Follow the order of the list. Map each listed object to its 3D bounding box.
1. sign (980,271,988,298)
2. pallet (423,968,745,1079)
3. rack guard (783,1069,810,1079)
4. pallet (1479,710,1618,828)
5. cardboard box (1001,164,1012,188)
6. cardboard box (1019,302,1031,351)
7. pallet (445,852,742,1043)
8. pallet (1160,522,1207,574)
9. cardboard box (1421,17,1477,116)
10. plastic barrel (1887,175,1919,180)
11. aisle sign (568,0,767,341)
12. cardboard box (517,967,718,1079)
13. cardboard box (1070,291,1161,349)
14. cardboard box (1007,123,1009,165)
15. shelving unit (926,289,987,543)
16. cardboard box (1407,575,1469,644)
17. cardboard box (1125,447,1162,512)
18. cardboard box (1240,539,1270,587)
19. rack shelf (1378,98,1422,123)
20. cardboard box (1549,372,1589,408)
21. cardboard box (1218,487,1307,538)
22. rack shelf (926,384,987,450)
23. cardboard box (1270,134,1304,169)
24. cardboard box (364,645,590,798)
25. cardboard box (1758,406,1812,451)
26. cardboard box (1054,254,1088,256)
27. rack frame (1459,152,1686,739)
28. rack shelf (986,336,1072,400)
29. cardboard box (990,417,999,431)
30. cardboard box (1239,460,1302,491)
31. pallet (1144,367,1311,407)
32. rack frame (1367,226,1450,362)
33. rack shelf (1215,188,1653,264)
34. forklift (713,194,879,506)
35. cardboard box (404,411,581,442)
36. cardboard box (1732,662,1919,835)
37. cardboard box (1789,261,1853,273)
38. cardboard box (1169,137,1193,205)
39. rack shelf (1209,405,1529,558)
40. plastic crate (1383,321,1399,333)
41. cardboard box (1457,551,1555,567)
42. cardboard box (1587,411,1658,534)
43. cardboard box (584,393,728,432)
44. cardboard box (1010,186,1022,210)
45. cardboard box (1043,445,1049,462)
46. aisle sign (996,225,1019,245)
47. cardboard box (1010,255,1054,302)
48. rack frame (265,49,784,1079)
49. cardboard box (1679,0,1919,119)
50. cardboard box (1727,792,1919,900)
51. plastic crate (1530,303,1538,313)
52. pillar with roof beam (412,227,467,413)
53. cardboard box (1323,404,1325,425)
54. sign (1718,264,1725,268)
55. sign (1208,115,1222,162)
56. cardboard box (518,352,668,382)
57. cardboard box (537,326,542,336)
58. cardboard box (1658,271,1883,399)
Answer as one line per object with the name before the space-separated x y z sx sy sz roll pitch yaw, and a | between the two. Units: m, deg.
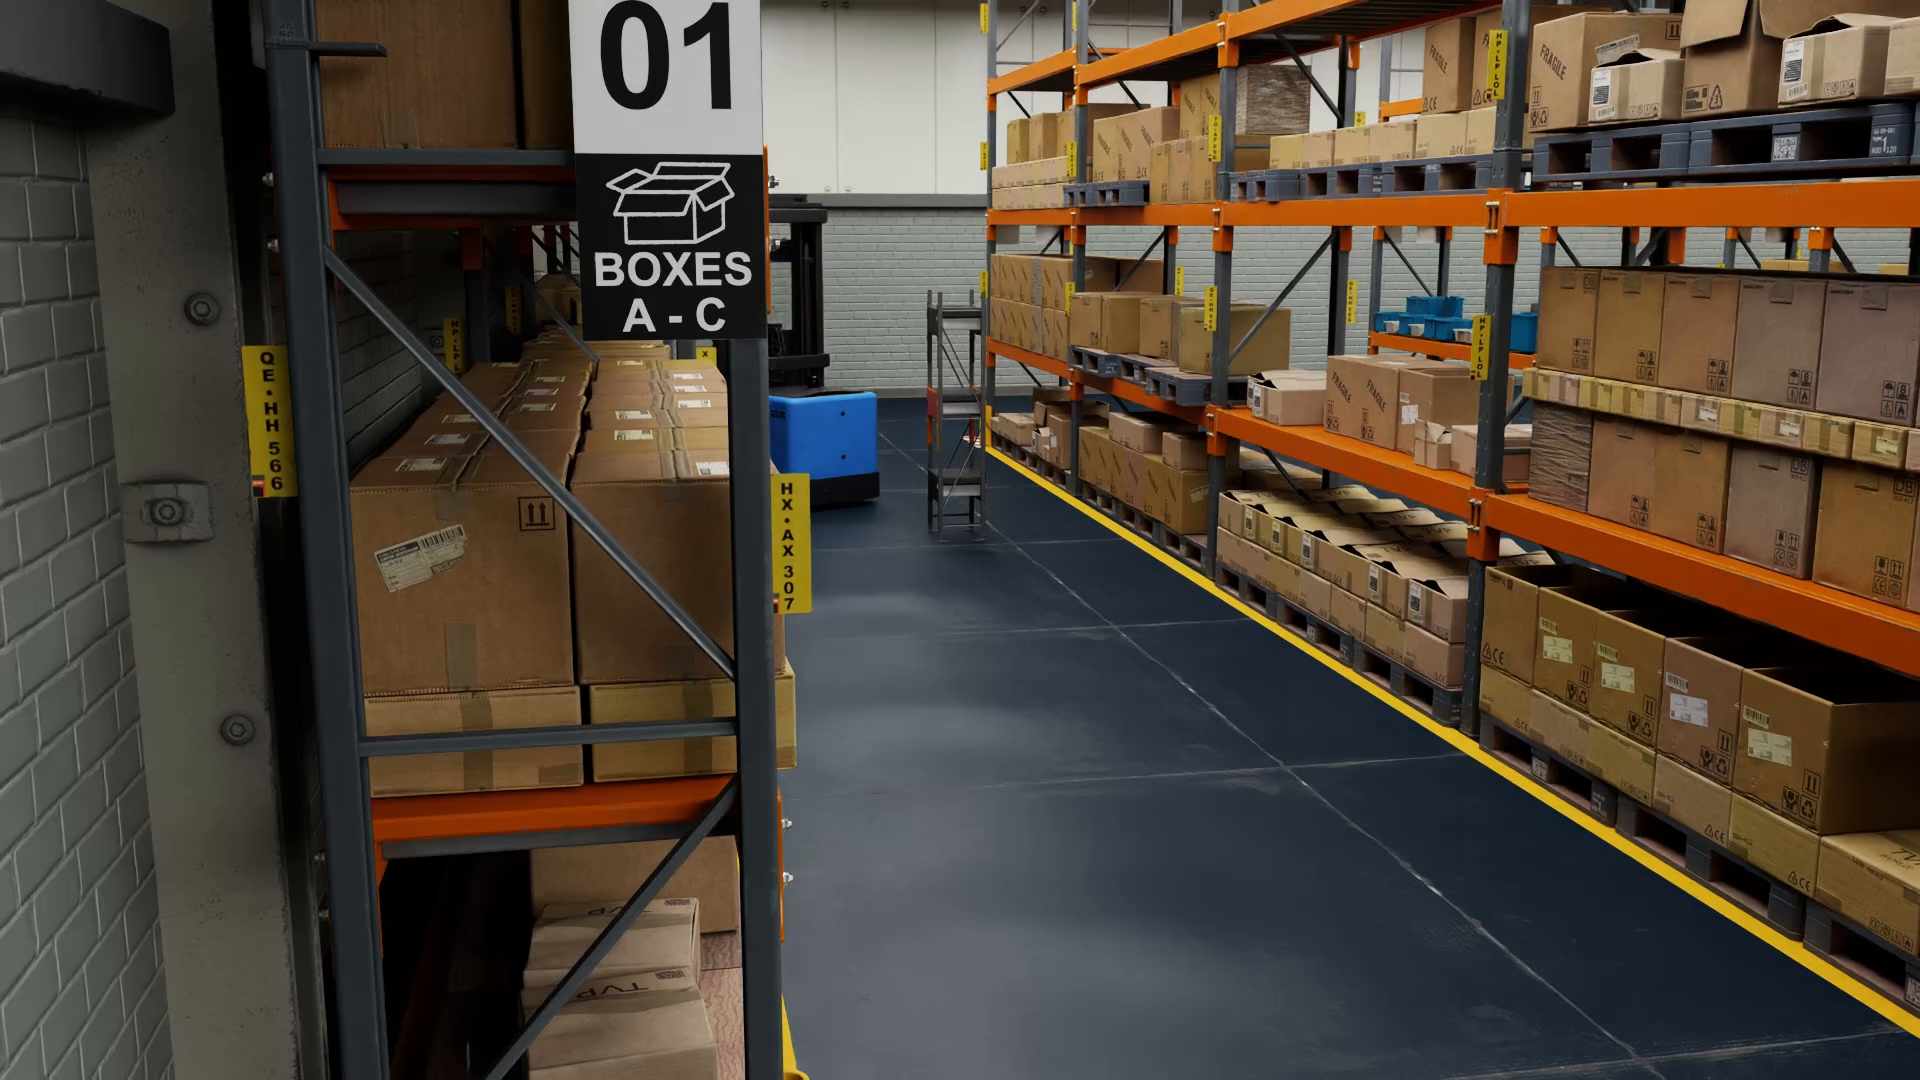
sign | 0.290 -3.067 19.970 0.100 0.325 0.005 -2 11 -11
pallet | -1.063 1.660 4.911 1.003 0.211 1.213 -2 11 -11
rack guard | -0.939 1.668 4.094 1.175 0.500 0.348 -2 11 -11
pallet | 3.269 1.057 8.078 1.003 0.211 1.213 -2 11 -11
cardboard box | 0.757 -4.111 18.814 0.500 0.250 0.500 -2 11 -11
cardboard box | 0.945 -2.341 18.205 0.500 0.500 0.500 -2 11 -10
pallet | -1.297 1.437 6.084 1.003 0.211 1.213 -2 11 -11
pallet | 2.270 0.038 13.434 1.003 0.211 1.213 -2 11 -11
cardboard box | 2.941 -2.653 9.362 0.500 0.500 0.500 -1 11 -6
plastic barrel | 7.184 -2.935 12.229 0.600 0.901 0.600 0 11 0
aisle sign | -0.616 -0.820 3.532 0.394 0.787 0.004 -2 11 -11
cardboard box | -0.971 1.429 4.681 0.500 0.311 0.500 -3 11 -17
cardboard box | 1.473 -2.088 15.753 0.700 0.500 0.500 -6 12 -30
cardboard box | 0.938 -4.581 19.280 0.700 0.500 0.500 -2 11 -11
shelving unit | -0.032 -1.062 14.160 0.431 2.100 0.503 -2 11 -11
cardboard box | 2.796 0.345 9.093 0.500 0.311 0.500 -2 11 -11
cardboard box | 1.757 -0.536 14.498 0.500 0.500 0.500 -3 11 -13
cardboard box | 2.290 0.150 11.619 0.500 0.250 0.500 -2 11 -13
rack shelf | 6.070 -4.871 18.714 1.077 0.370 4.000 -2 11 -11
cardboard box | 3.067 -0.726 7.984 0.380 0.149 0.250 -2 11 -10
cardboard box | 2.192 -0.218 12.051 0.500 0.311 0.500 -2 11 -9
rack shelf | -0.032 -1.048 14.162 0.431 0.518 0.480 -2 11 -11
cardboard box | 2.521 -2.719 11.714 0.500 0.250 0.500 -3 11 -15
cardboard box | -1.206 0.439 4.213 0.500 0.250 0.500 -2 11 -10
cardboard box | 3.369 -0.442 6.493 0.380 0.149 0.250 -2 11 -12
cardboard box | 1.277 -3.037 19.189 0.500 0.500 0.500 -2 11 -9
rack frame | 3.156 -0.460 8.592 1.000 3.000 0.127 -2 11 -11
rack shelf | 1.211 -1.941 18.295 1.077 0.370 4.000 -2 11 -11
cardboard box | 0.566 -1.387 19.911 0.380 0.149 0.250 -2 11 -11
cardboard box | 2.462 -0.372 13.635 0.500 0.500 0.500 -3 11 -13
pallet | 2.177 -1.221 13.104 1.213 0.211 1.003 -2 11 -11
rack frame | 5.681 -2.840 21.098 1.000 3.000 0.127 -2 11 -11
rack shelf | 2.767 -1.947 10.306 1.077 0.370 4.000 -2 11 -11
forklift | -2.101 -1.945 16.576 1.130 2.935 3.031 -9 14 -39
cardboard box | -1.418 -0.116 5.127 0.500 0.500 0.500 -2 11 -13
cardboard box | 3.329 0.779 6.306 0.500 0.500 0.500 -2 11 -11
cardboard box | 10.572 -3.177 20.466 0.500 0.500 0.500 -2 11 -13
cardboard box | 2.161 -2.889 13.062 0.910 0.500 0.500 -2 11 -11
rack shelf | 2.767 -0.474 10.586 1.077 0.370 4.000 -2 11 -11
plastic crate | 5.388 -2.621 20.491 0.250 0.136 0.298 -2 11 -11
cardboard box | 3.228 0.232 9.686 0.500 0.311 0.500 -2 11 -12
cardboard box | 3.357 -0.332 7.649 0.700 0.500 0.500 -2 11 -12
cardboard box | -1.015 -0.229 5.719 0.500 0.500 0.500 -2 11 -9
cardboard box | 0.856 -3.774 18.379 0.500 0.250 0.500 -2 11 -11
cardboard box | 1.079 -0.904 17.371 0.380 0.149 0.250 -2 11 -11
aisle sign | 0.521 -3.940 19.922 0.394 0.787 0.004 -2 11 -11
cardboard box | 0.851 -2.923 18.589 0.500 0.500 0.500 -2 11 -10
rack frame | -0.925 0.454 3.787 1.000 3.000 0.127 -2 11 -11
cardboard box | 3.352 -1.953 6.638 0.797 0.503 0.637 -1 11 -5
cardboard box | 3.332 1.147 6.376 0.500 0.250 0.500 -2 11 -11
plastic crate | 6.532 -2.341 18.140 0.402 0.464 0.583 -2 11 -11
pillar with roof beam | 1.147 -3.847 10.340 9.100 9.000 0.400 -2 11 -11
cardboard box | 2.681 -0.839 11.252 0.380 0.149 0.250 -1 11 -7
sign | 9.994 -3.466 21.855 0.100 0.325 0.005 -2 11 -11
sign | 1.845 -2.902 12.016 0.100 0.325 0.005 -2 11 -11
cardboard box | -1.768 -0.639 8.088 0.700 0.500 0.500 -2 11 -11
cardboard box | -2.831 -1.295 11.862 0.500 0.500 0.500 -2 11 -11
cardboard box | 3.445 -0.881 7.065 0.700 0.500 0.500 -2 11 -11
